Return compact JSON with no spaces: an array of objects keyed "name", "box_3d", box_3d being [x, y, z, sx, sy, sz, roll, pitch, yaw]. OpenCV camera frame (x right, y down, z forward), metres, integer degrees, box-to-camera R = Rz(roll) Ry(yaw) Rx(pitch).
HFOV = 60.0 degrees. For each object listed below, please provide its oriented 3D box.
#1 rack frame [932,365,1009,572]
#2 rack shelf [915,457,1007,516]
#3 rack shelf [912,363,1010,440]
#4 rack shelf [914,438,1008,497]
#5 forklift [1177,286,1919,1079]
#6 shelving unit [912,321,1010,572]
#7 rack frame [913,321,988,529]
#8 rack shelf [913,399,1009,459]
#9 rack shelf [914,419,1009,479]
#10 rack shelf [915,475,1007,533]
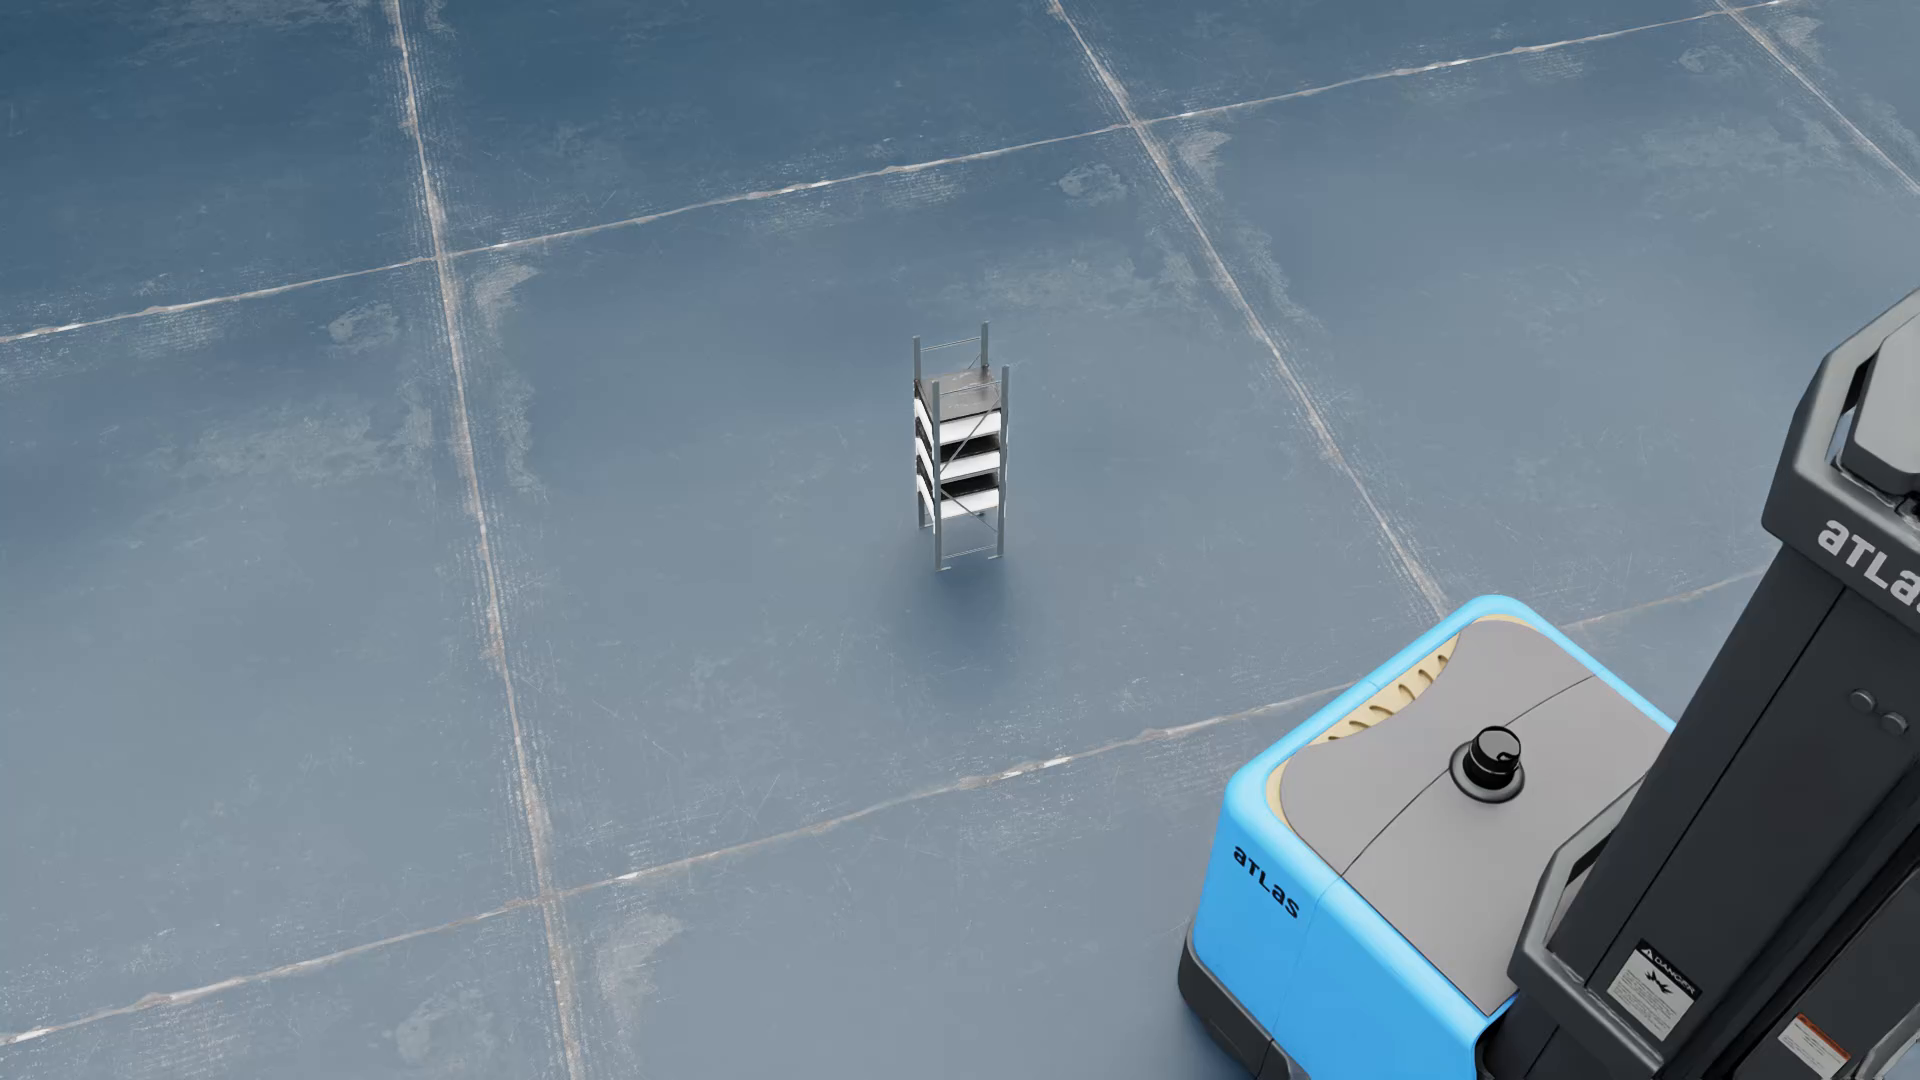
[{"name":"rack frame","box_3d":[0.032,-0.210,5.338,0.240,0.900,0.006,-13,51,-11]},{"name":"rack shelf","box_3d":[0.002,-0.205,5.495,0.258,0.077,0.200,-13,51,-11]},{"name":"rack shelf","box_3d":[0.002,-0.437,5.220,0.258,0.077,0.200,-13,51,-11]},{"name":"rack shelf","box_3d":[0.002,-0.263,5.426,0.258,0.077,0.200,-13,51,-11]},{"name":"forklift","box_3d":[1.908,0.977,3.010,1.130,2.935,3.031,-31,56,-23]},{"name":"shelving unit","box_3d":[0.002,-0.284,5.401,0.258,0.900,0.210,-13,51,-11]},{"name":"rack frame","box_3d":[-0.028,-0.358,5.464,0.240,0.900,0.006,-13,51,-11]},{"name":"rack shelf","box_3d":[0.002,-0.379,5.289,0.258,0.077,0.200,-13,51,-11]},{"name":"rack shelf","box_3d":[0.002,-0.321,5.358,0.258,0.077,0.200,-13,51,-11]},{"name":"rack shelf","box_3d":[0.002,-0.147,5.564,0.258,0.077,0.200,-13,51,-11]}]
